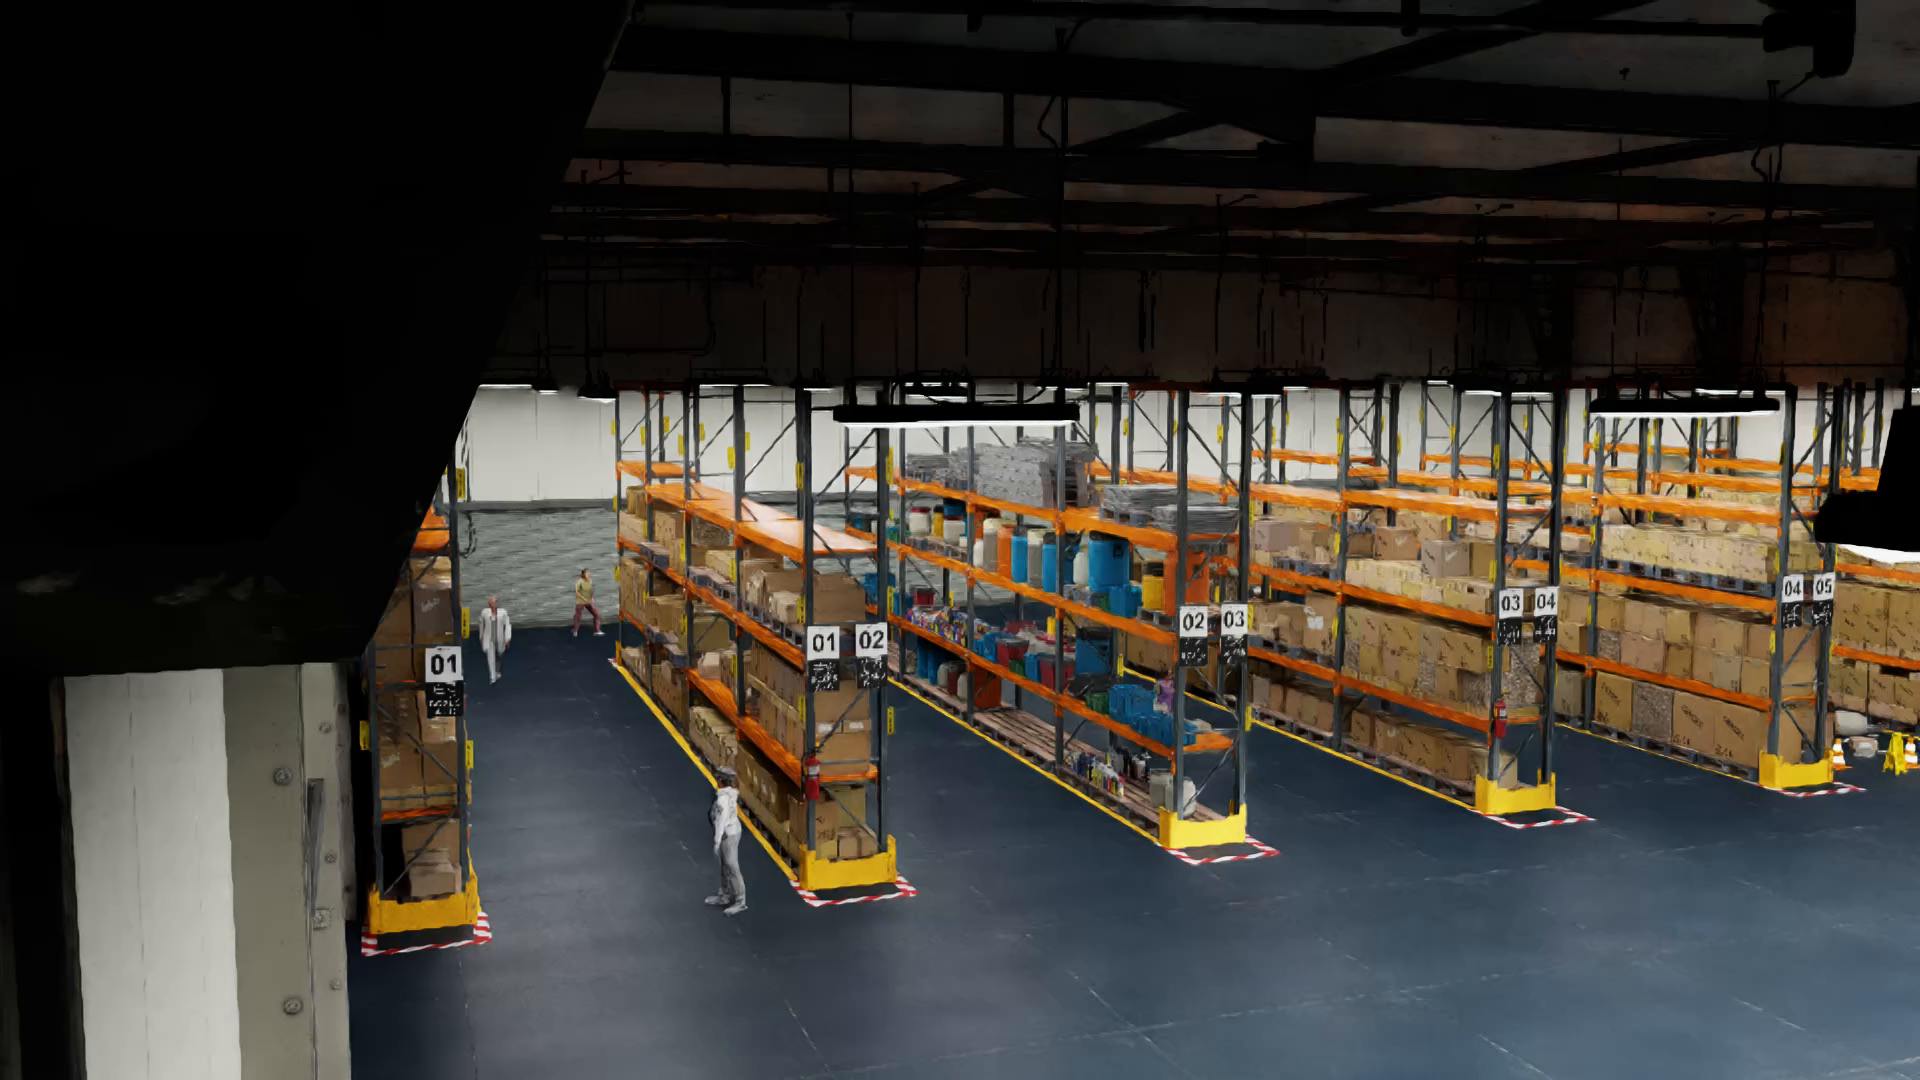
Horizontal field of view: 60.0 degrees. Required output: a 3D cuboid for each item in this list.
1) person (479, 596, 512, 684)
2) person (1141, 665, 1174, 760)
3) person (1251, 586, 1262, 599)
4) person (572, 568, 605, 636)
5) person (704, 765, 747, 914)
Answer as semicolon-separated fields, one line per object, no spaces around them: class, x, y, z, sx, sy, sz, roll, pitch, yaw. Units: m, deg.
person;-9.249;1.974;33.102;0.603;1.721;1.110;-2;6;-20
person;3.200;2.751;26.562;0.542;1.546;0.672;-5;8;-37
person;6.184;1.800;34.895;0.719;1.714;0.578;-2;6;-21
person;-8.721;1.436;38.686;0.612;1.614;0.774;-5;8;-40
person;-2.734;3.449;19.308;0.552;1.664;0.573;1;6;5
